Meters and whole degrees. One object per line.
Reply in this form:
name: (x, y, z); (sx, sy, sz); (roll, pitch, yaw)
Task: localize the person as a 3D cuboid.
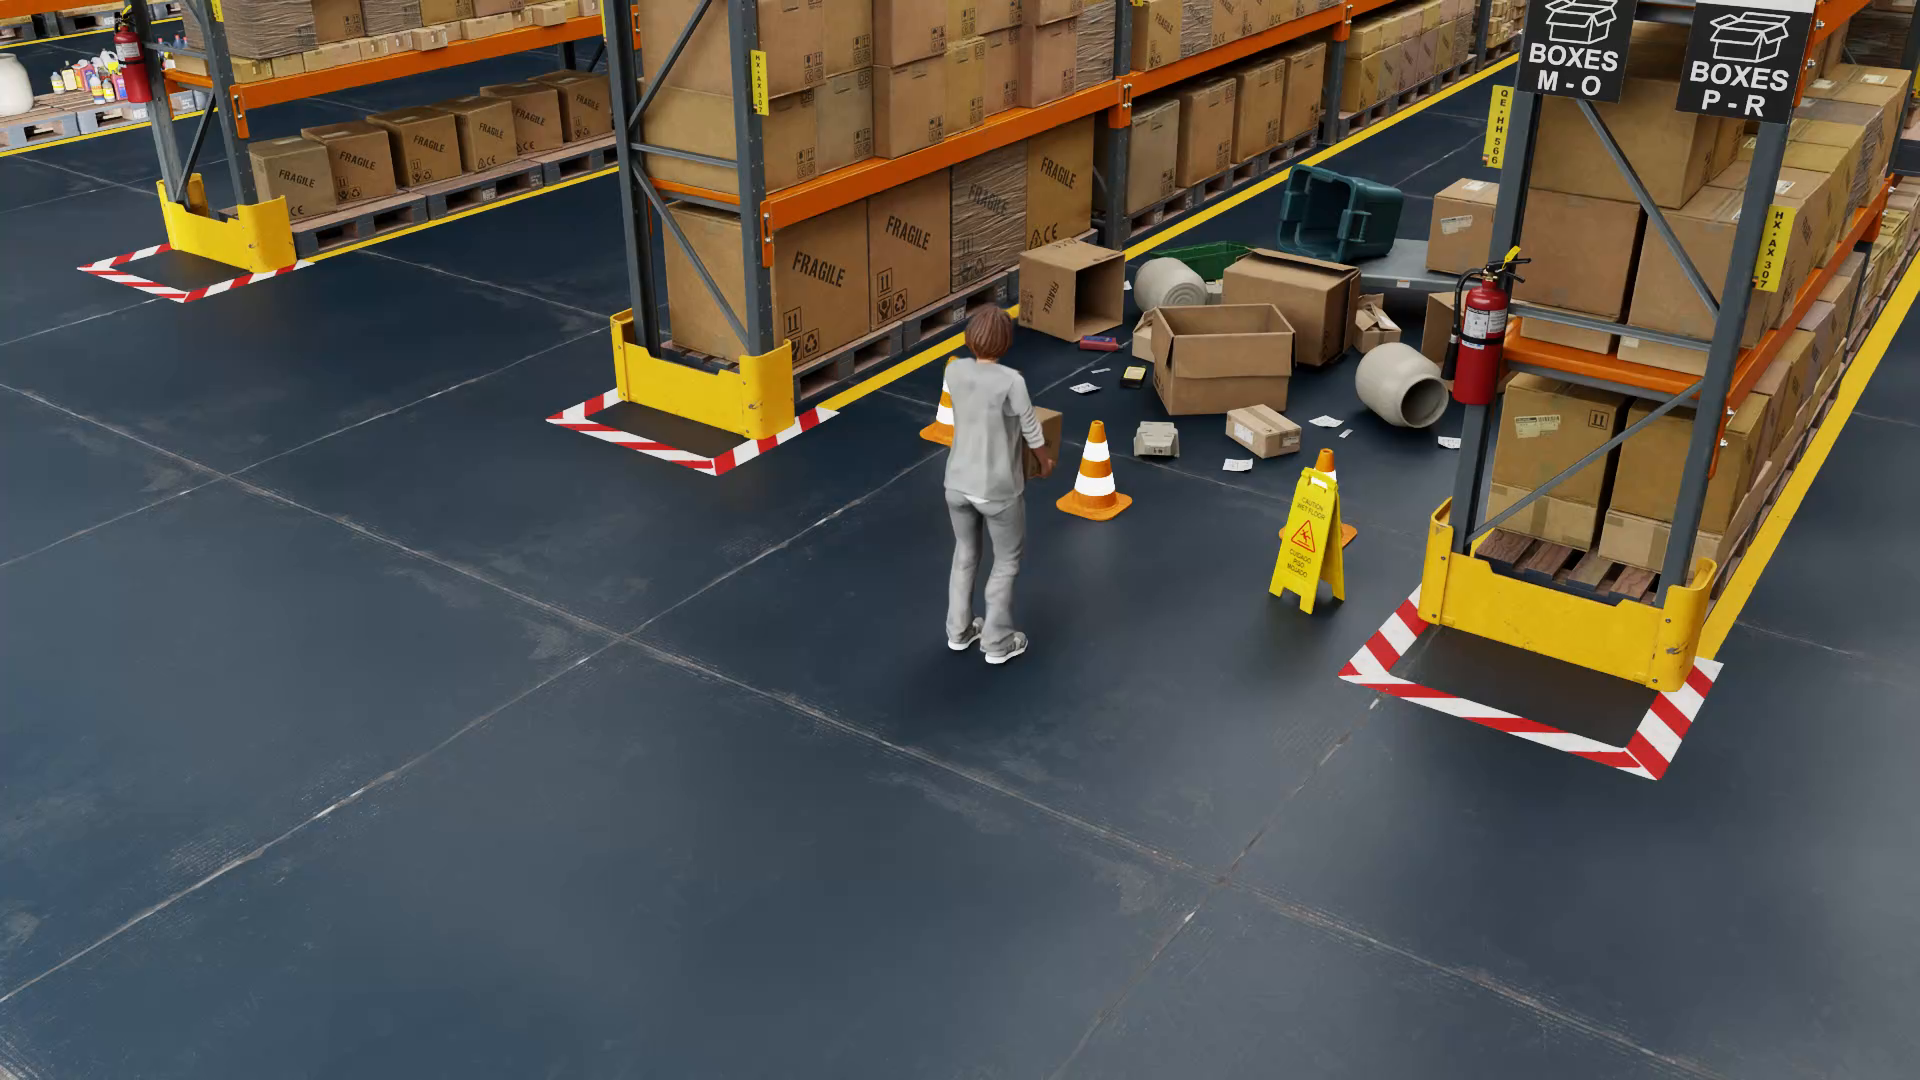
person: (0.153, -0.251, 7.123); (0.375, 1.596, 0.508); (17, 32, 29)
